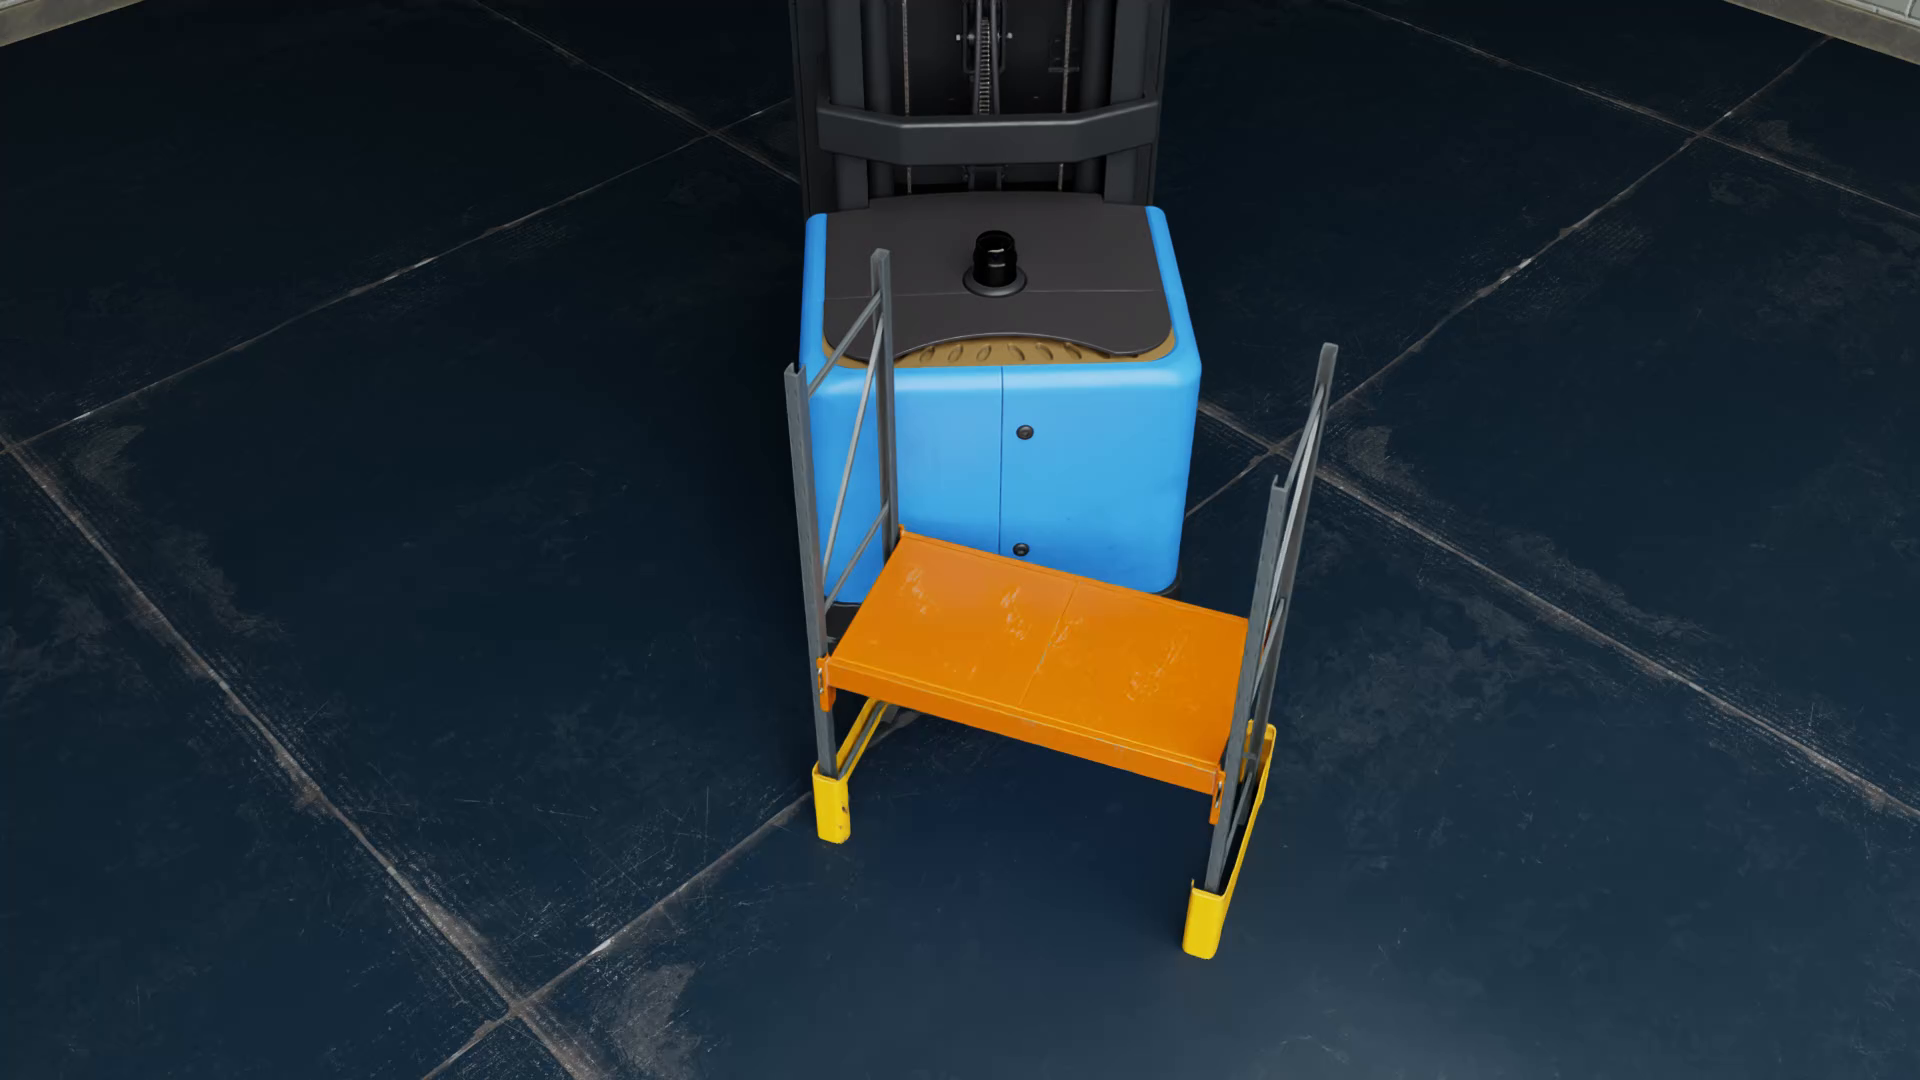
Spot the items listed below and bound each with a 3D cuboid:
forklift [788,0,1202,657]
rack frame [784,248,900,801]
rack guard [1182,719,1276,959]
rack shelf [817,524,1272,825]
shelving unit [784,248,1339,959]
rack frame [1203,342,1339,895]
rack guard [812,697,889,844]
[{"bbox_3d":[0.045,-1.703,4.934,1.130,2.935,3.031,-2,43,-2],"label":"forklift"},{"bbox_3d":[-0.260,0.053,4.087,0.032,1.500,0.500,14,45,15],"label":"rack frame"},{"bbox_3d":[0.690,0.756,4.248,0.087,0.250,0.587,14,45,15],"label":"rack guard"},{"bbox_3d":[0.216,0.308,4.077,1.000,0.185,0.538,14,45,15],"label":"rack shelf"},{"bbox_3d":[0.224,0.178,3.953,1.083,1.500,0.587,14,45,15],"label":"shelving unit"},{"bbox_3d":[0.691,0.297,3.823,0.032,1.500,0.500,14,45,15],"label":"rack frame"},{"bbox_3d":[-0.242,0.517,4.506,0.087,0.250,0.587,14,45,15],"label":"rack guard"}]
